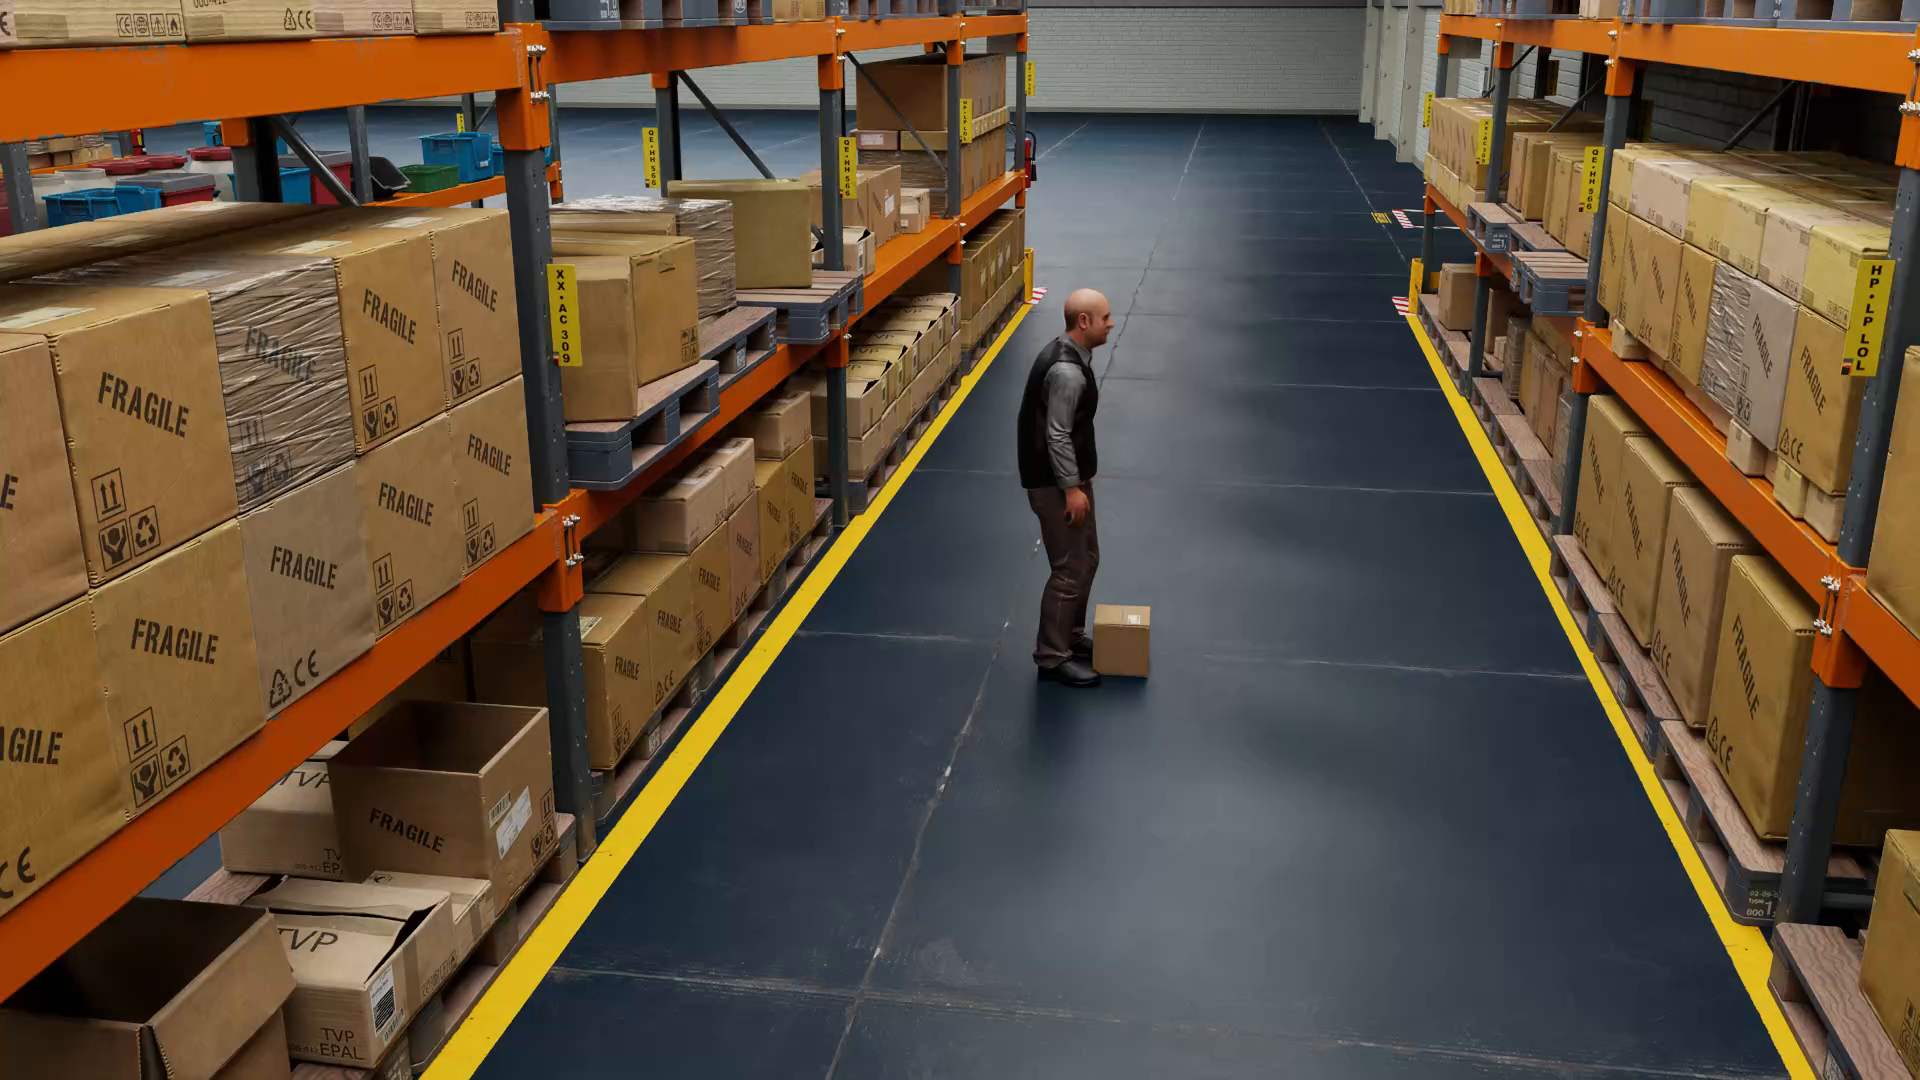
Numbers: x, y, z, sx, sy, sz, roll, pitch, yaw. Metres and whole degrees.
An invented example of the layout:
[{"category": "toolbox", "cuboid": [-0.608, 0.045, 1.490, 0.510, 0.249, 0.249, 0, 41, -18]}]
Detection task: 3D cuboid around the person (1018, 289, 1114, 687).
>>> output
[{"category": "person", "cuboid": [0.485, -0.254, 7.383, 0.462, 1.721, 0.588, 2, 18, 7]}]
